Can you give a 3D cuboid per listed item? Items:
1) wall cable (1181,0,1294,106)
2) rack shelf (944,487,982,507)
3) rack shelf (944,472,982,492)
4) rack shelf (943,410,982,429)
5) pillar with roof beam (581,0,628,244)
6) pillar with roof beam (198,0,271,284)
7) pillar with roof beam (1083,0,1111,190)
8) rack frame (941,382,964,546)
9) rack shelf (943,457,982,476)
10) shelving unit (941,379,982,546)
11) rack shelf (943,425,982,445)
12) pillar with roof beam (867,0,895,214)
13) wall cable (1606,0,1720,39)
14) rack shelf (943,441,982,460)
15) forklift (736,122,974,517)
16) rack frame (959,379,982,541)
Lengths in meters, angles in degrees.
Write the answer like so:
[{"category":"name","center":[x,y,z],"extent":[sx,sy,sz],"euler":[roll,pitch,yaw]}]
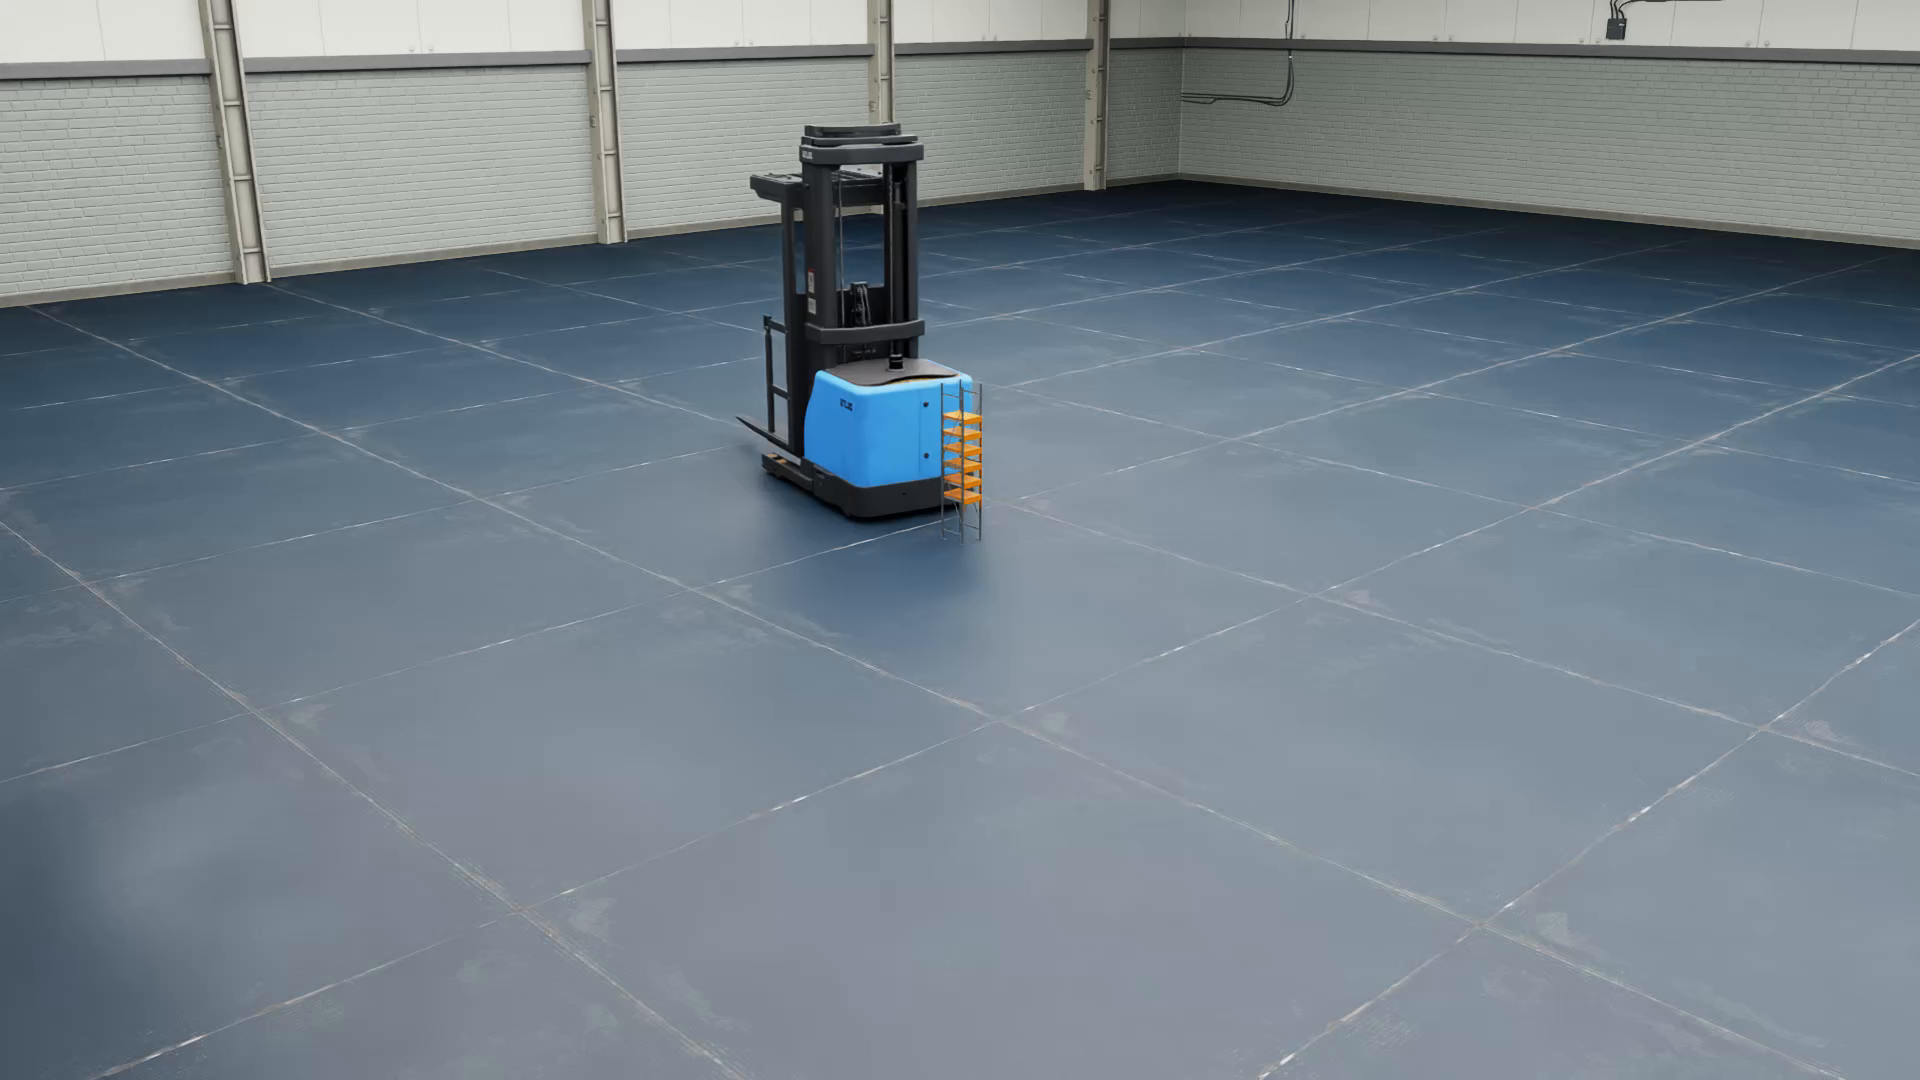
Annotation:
[{"category":"wall cable","center":[5.941,-10.671,35.840],"extent":[0.112,2.526,3.097],"euler":[-16,24,-41]},{"category":"rack shelf","center":[0.011,-0.303,12.397],"extent":[0.180,0.103,0.258],"euler":[-16,24,-41]},{"category":"rack shelf","center":[0.011,-0.417,12.360],"extent":[0.180,0.103,0.258],"euler":[-16,24,-41]},{"category":"rack shelf","center":[0.011,-0.874,12.212],"extent":[0.180,0.103,0.258],"euler":[-16,24,-41]},{"category":"pillar with roof beam","center":[-2.870,-8.312,23.532],"extent":[0.400,9.000,9.100],"euler":[-16,24,-41]},{"category":"pillar with roof beam","center":[-7.230,-7.041,19.610],"extent":[0.400,9.000,9.100],"euler":[-16,24,-41]},{"category":"pillar with roof beam","center":[5.849,-10.855,31.374],"extent":[0.400,9.000,9.100],"euler":[-16,24,-41]},{"category":"rack frame","center":[-0.056,-0.554,12.249],"extent":[0.006,1.200,0.240],"euler":[-16,24,-41]},{"category":"rack shelf","center":[0.011,-0.532,12.323],"extent":[0.180,0.103,0.258],"euler":[-16,24,-41]},{"category":"shelving unit","center":[0.011,-0.574,12.309],"extent":[0.189,1.200,0.258],"euler":[-16,24,-41]},{"category":"rack shelf","center":[0.011,-0.760,12.249],"extent":[0.180,0.103,0.258],"euler":[-16,24,-41]},{"category":"pillar with roof beam","center":[1.489,-9.584,27.453],"extent":[0.400,9.000,9.100],"euler":[-16,24,-41]},{"category":"wall cable","center":[12.451,-11.635,28.265],"extent":[0.169,6.003,2.305],"euler":[-16,24,-41]},{"category":"rack shelf","center":[0.011,-0.646,12.286],"extent":[0.180,0.103,0.258],"euler":[-16,24,-41]},{"category":"forklift","center":[-1.041,-1.974,13.819],"extent":[1.130,2.935,3.031],"euler":[-10,20,-27]},{"category":"rack frame","center":[0.077,-0.593,12.369],"extent":[0.006,1.200,0.240],"euler":[-16,24,-41]}]
